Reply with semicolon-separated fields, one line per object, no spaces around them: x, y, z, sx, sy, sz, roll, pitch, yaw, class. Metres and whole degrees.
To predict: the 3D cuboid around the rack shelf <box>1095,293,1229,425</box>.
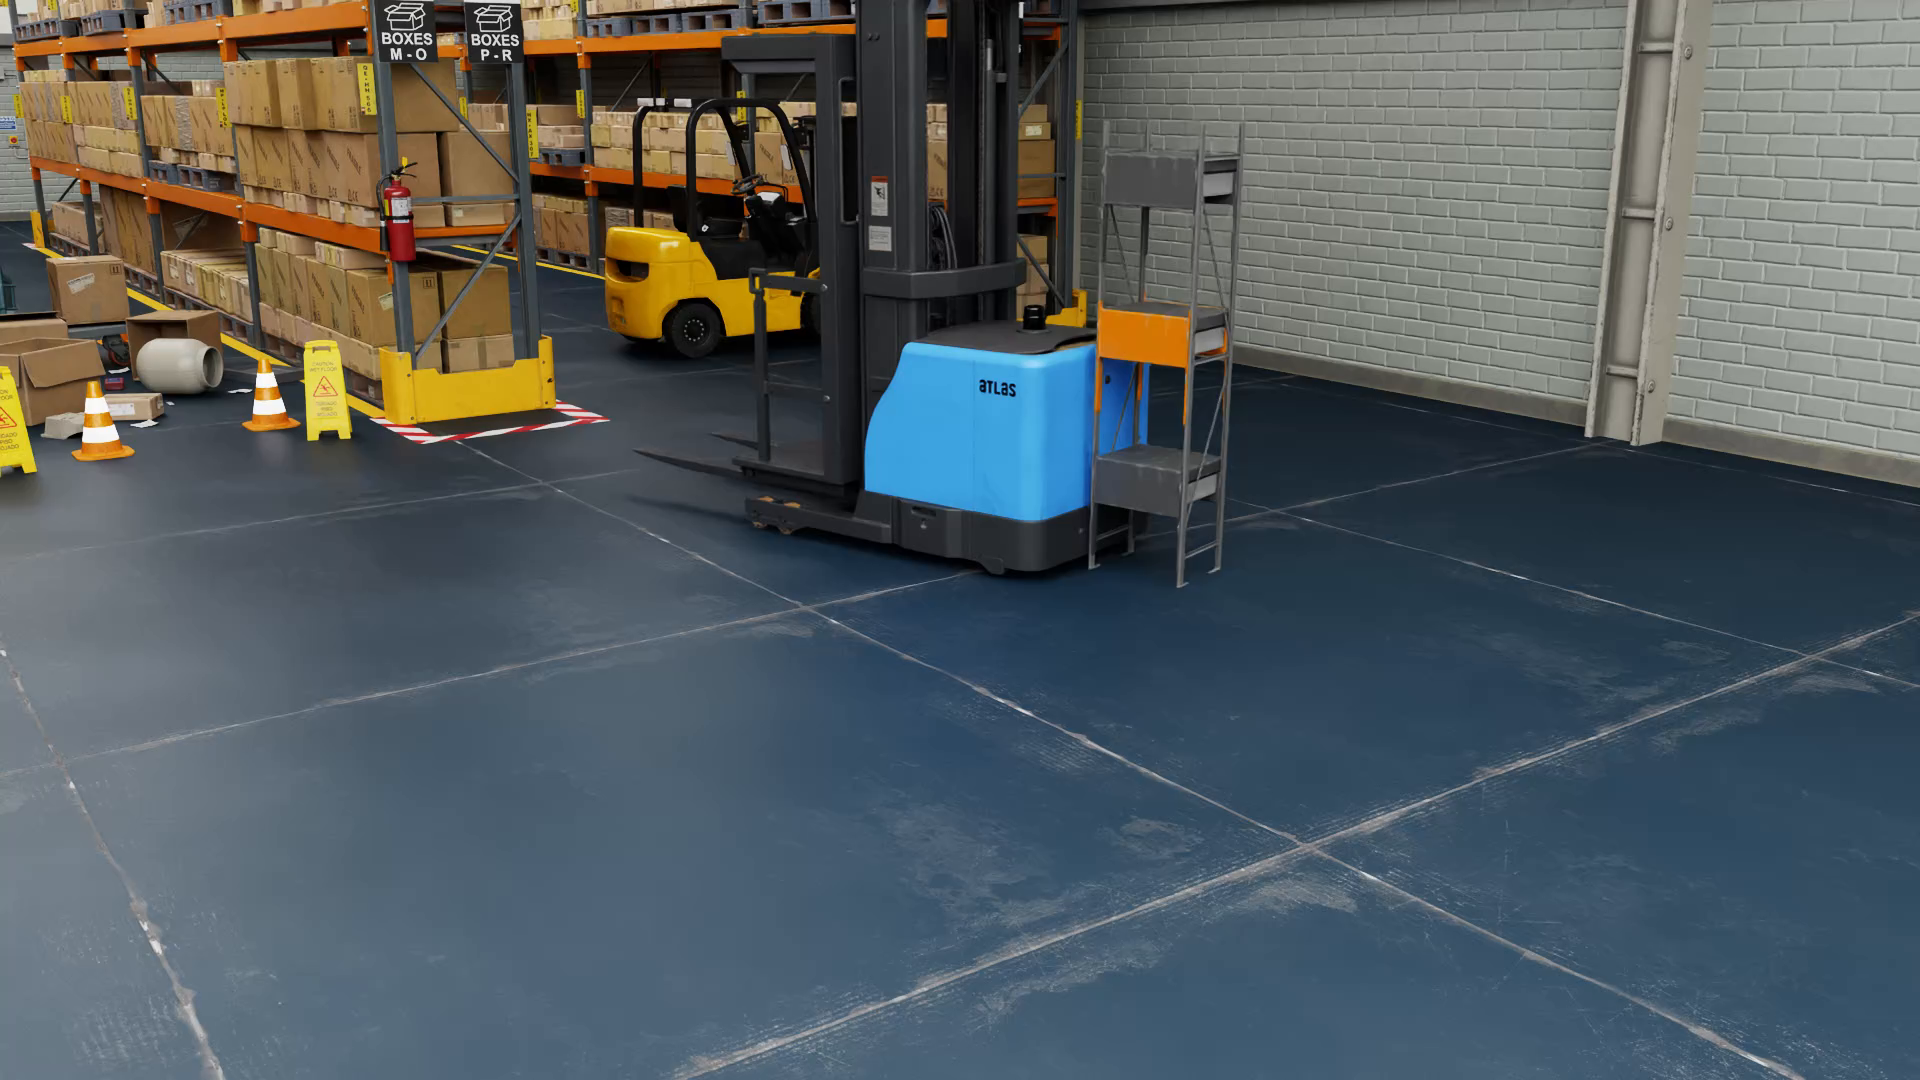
0.951;-0.853;7.753;0.480;0.518;0.431;12;19;35;rack shelf

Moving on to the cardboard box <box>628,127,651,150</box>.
-3.491;-4.639;19.181;0.500;0.250;0.500;-11;19;-36;cardboard box

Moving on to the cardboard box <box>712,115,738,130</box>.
-2.437;-4.483;17.855;0.380;0.149;0.250;-11;19;-35;cardboard box

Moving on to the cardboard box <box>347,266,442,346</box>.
-4.132;-1.714;12.148;0.500;0.500;0.500;-11;19;-34;cardboard box

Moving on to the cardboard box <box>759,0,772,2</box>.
-1.771;-5.404;16.448;0.380;0.149;0.250;-10;18;-33;cardboard box

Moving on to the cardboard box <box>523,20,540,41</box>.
-5.229;-6.485;21.191;0.500;0.250;0.500;-11;19;-35;cardboard box

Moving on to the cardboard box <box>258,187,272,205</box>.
-5.685;-2.915;14.021;0.380;0.149;0.250;-10;18;-33;cardboard box

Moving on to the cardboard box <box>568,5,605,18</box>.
-4.544;-6.430;20.233;0.380;0.149;0.250;-10;18;-33;cardboard box

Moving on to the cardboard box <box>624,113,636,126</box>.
-3.698;-4.911;19.417;0.380;0.149;0.250;-11;19;-34;cardboard box

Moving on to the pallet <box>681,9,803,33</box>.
-2.318;-5.511;17.711;0.805;0.209;1.217;-12;19;-37;pallet

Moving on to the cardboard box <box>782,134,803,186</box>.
-1.419;-3.775;16.497;0.500;0.500;0.500;-10;18;-34;cardboard box

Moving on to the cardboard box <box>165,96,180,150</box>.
-7.446;-4.093;16.301;0.500;0.500;0.500;-10;18;-34;cardboard box

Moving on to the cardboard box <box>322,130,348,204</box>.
-4.282;-2.718;12.071;0.500;0.500;0.500;-11;19;-34;cardboard box

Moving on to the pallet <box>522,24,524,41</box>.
-5.554;-6.664;21.916;1.213;0.211;1.003;-11;19;-35;pallet

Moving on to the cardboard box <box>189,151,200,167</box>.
-7.202;-3.684;16.035;0.380;0.149;0.250;-10;18;-33;cardboard box

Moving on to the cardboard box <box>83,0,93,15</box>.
-9.424;-6.082;18.450;0.500;0.500;0.500;-11;19;-34;cardboard box

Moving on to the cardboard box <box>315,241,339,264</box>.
-4.701;-2.205;12.716;0.380;0.149;0.250;-10;18;-32;cardboard box

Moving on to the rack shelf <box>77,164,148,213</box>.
-9.329;-4.134;19.360;1.077;0.370;4.000;-11;19;-35;rack shelf

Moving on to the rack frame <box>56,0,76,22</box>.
-10.505;-7.801;20.033;1.000;3.000;0.127;-11;19;-35;rack frame

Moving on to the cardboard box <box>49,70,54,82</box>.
-11.644;-6.050;21.687;0.380;0.149;0.250;-11;19;-36;cardboard box

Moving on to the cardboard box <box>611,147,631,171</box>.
-3.786;-4.512;19.662;0.500;0.250;0.500;-11;19;-36;cardboard box

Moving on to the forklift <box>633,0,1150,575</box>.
-0.510;-1.542;8.659;3.031;2.935;1.130;12;19;37;forklift

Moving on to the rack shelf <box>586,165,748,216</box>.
-2.965;-4.051;19.057;1.077;0.370;4.000;-11;19;-35;rack shelf

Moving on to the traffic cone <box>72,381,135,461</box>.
-5.444;-0.768;10.507;0.336;0.463;0.334;-11;19;-35;traffic cone

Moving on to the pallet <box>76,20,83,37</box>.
-9.926;-6.074;19.767;0.805;0.209;1.217;-12;19;-37;pallet

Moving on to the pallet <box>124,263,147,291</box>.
-9.269;-3.149;19.681;1.003;0.211;1.213;-11;19;-35;pallet

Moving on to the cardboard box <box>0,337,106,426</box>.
-6.530;-1.123;11.727;0.637;0.503;0.797;4;16;13;cardboard box

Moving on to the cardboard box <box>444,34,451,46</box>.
-7.084;-7.088;23.586;0.380;0.149;0.250;-11;19;-35;cardboard box

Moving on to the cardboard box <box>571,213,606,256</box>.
-4.563;-3.879;21.005;0.500;0.500;0.500;-10;18;-33;cardboard box

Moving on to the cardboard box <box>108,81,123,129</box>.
-8.977;-4.762;18.210;0.500;0.500;0.500;-10;18;-34;cardboard box

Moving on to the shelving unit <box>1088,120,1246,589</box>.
0.951;-0.866;7.750;0.503;2.100;0.431;12;19;35;shelving unit

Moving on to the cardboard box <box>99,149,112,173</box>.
-9.580;-4.370;19.145;0.500;0.250;0.500;-11;19;-35;cardboard box

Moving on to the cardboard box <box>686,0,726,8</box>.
-2.681;-5.735;17.656;0.380;0.149;0.250;-11;19;-35;cardboard box

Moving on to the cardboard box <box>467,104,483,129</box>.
-6.389;-5.792;23.070;0.700;0.500;0.500;-10;18;-33;cardboard box

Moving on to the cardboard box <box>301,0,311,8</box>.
-4.616;-3.981;12.235;0.380;0.149;0.250;-11;19;-36;cardboard box

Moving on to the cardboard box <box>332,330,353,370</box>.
-4.441;-1.464;12.657;0.500;0.250;0.500;-11;19;-34;cardboard box

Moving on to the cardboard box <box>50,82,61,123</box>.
-11.298;-5.606;21.292;0.500;0.500;0.500;-11;19;-35;cardboard box

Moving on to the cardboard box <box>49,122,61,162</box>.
-11.599;-5.229;21.811;0.500;0.500;0.500;-11;19;-35;cardboard box

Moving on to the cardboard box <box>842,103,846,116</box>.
-1.020;-4.098;15.886;0.380;0.149;0.250;-11;19;-35;cardboard box

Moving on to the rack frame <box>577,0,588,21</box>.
-4.141;-7.718;19.730;1.000;3.000;0.127;-11;19;-35;rack frame

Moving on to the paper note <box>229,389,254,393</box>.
-5.491;-1.145;12.702;0.148;0.019;0.142;10;18;33;paper note

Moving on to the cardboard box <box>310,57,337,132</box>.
-4.218;-3.204;11.952;0.700;0.500;0.500;-11;19;-34;cardboard box

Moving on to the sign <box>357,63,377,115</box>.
-3.910;-2.974;10.969;0.100;0.325;0.005;-11;19;-35;sign

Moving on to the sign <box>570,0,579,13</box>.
-4.581;-6.437;19.752;0.100;0.325;0.005;-11;19;-35;sign

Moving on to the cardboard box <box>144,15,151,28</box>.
-8.106;-5.285;16.999;0.380;0.149;0.250;-11;19;-35;cardboard box

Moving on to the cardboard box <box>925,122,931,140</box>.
-0.145;-3.623;14.713;0.380;0.149;0.250;-10;18;-34;cardboard box

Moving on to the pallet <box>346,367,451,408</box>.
-3.943;-1.195;12.544;1.003;0.211;1.213;-11;19;-35;pallet

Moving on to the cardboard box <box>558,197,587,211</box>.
-4.941;-4.317;21.379;0.380;0.149;0.250;-12;19;-36;cardboard box

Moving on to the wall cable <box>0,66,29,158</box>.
-16.192;-7.467;28.193;0.585;1.953;0.123;-11;19;-35;wall cable

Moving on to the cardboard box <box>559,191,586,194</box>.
-5.247;-4.685;22.722;0.380;0.149;0.250;-11;19;-34;cardboard box

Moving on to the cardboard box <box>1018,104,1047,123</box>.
0.539;-3.726;14.526;0.380;0.149;0.250;-11;19;-36;cardboard box

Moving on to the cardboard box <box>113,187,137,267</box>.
-9.539;-3.774;19.911;0.875;0.875;0.875;-10;18;-33;cardboard box

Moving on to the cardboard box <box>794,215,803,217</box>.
-1.758;-3.177;17.022;0.500;0.250;0.500;-11;19;-35;cardboard box

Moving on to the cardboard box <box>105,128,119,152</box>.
-9.266;-4.501;18.678;0.500;0.250;0.500;-11;19;-36;cardboard box

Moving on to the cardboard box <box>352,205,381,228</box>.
-4.081;-2.308;11.801;0.380;0.149;0.250;-11;19;-35;cardboard box
